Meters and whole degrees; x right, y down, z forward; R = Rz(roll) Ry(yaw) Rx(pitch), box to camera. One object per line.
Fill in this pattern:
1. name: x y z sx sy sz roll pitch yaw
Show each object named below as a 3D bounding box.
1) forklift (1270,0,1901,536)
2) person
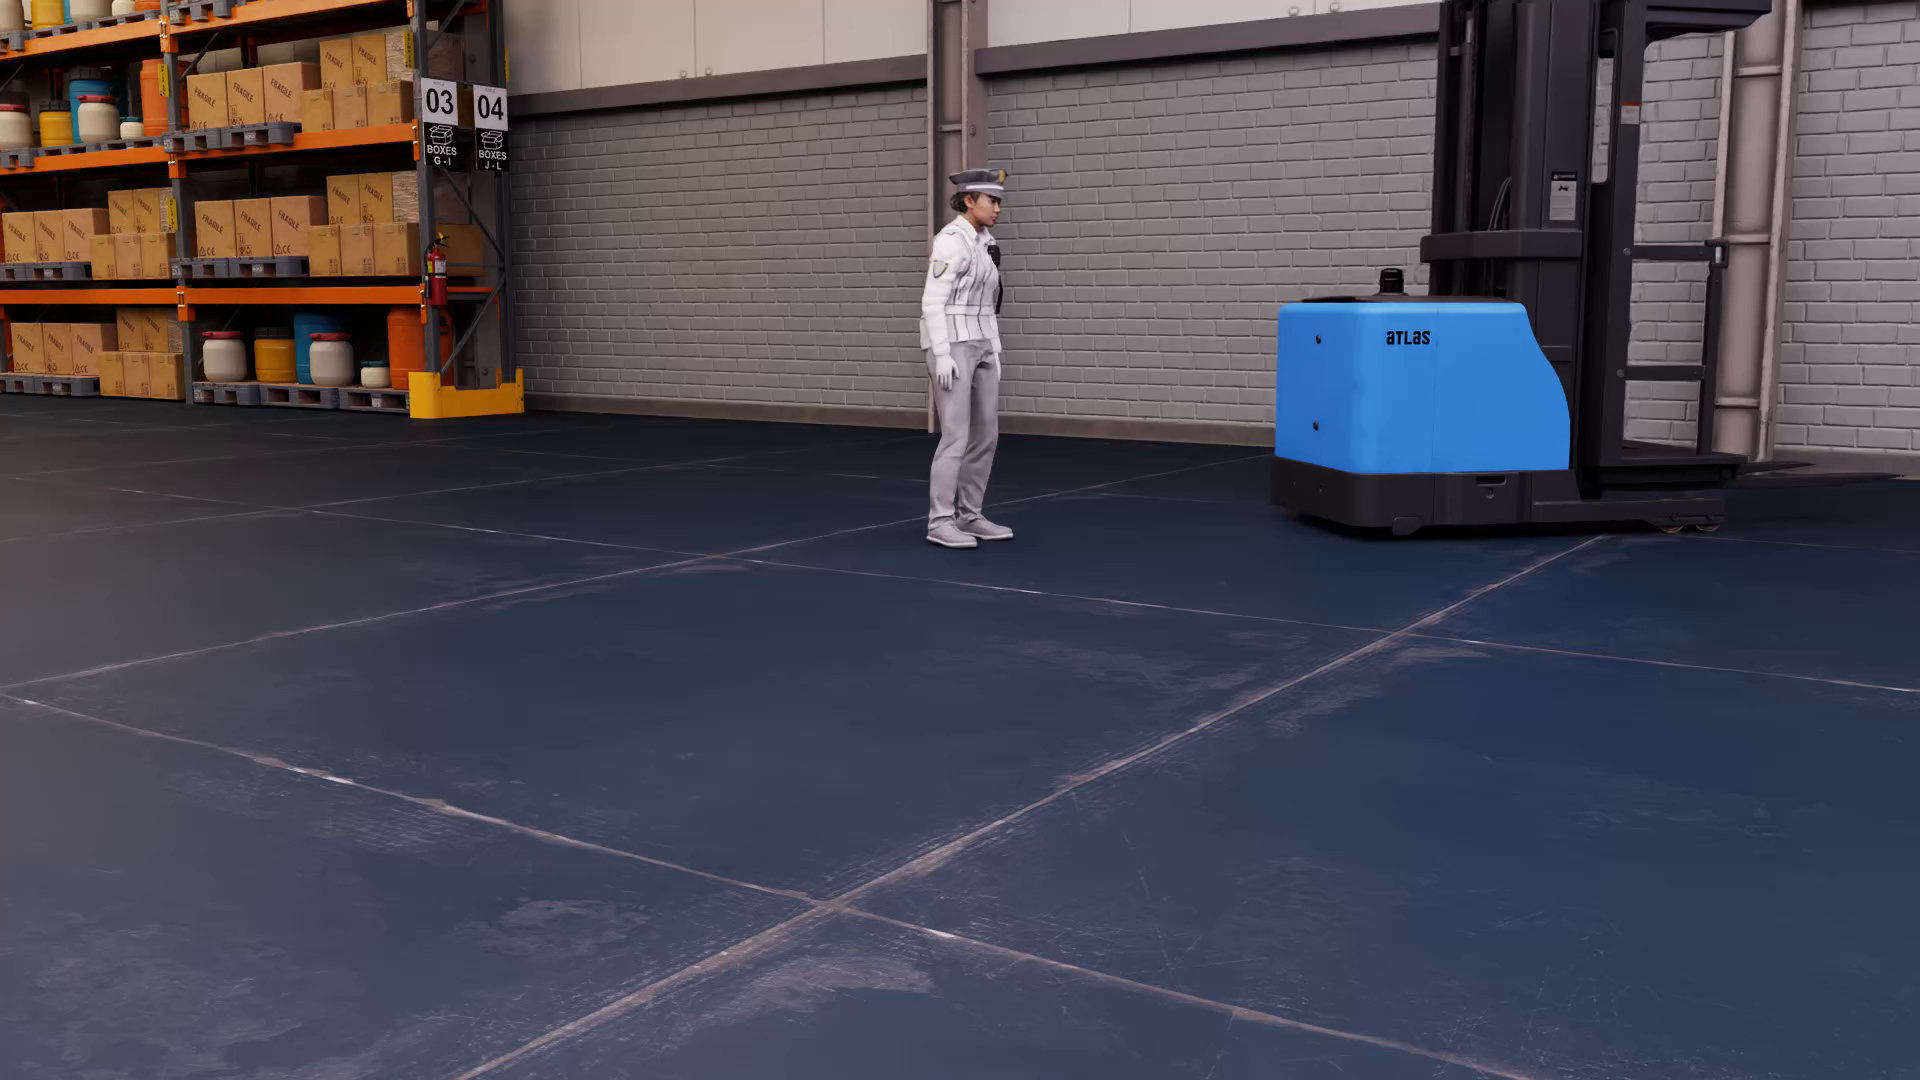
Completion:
1. forklift: 3.143 -1.552 8.110 3.031 2.935 1.130 -2 8 -12
2. person: 0.030 -0.821 7.479 0.372 1.662 0.529 5 10 32
